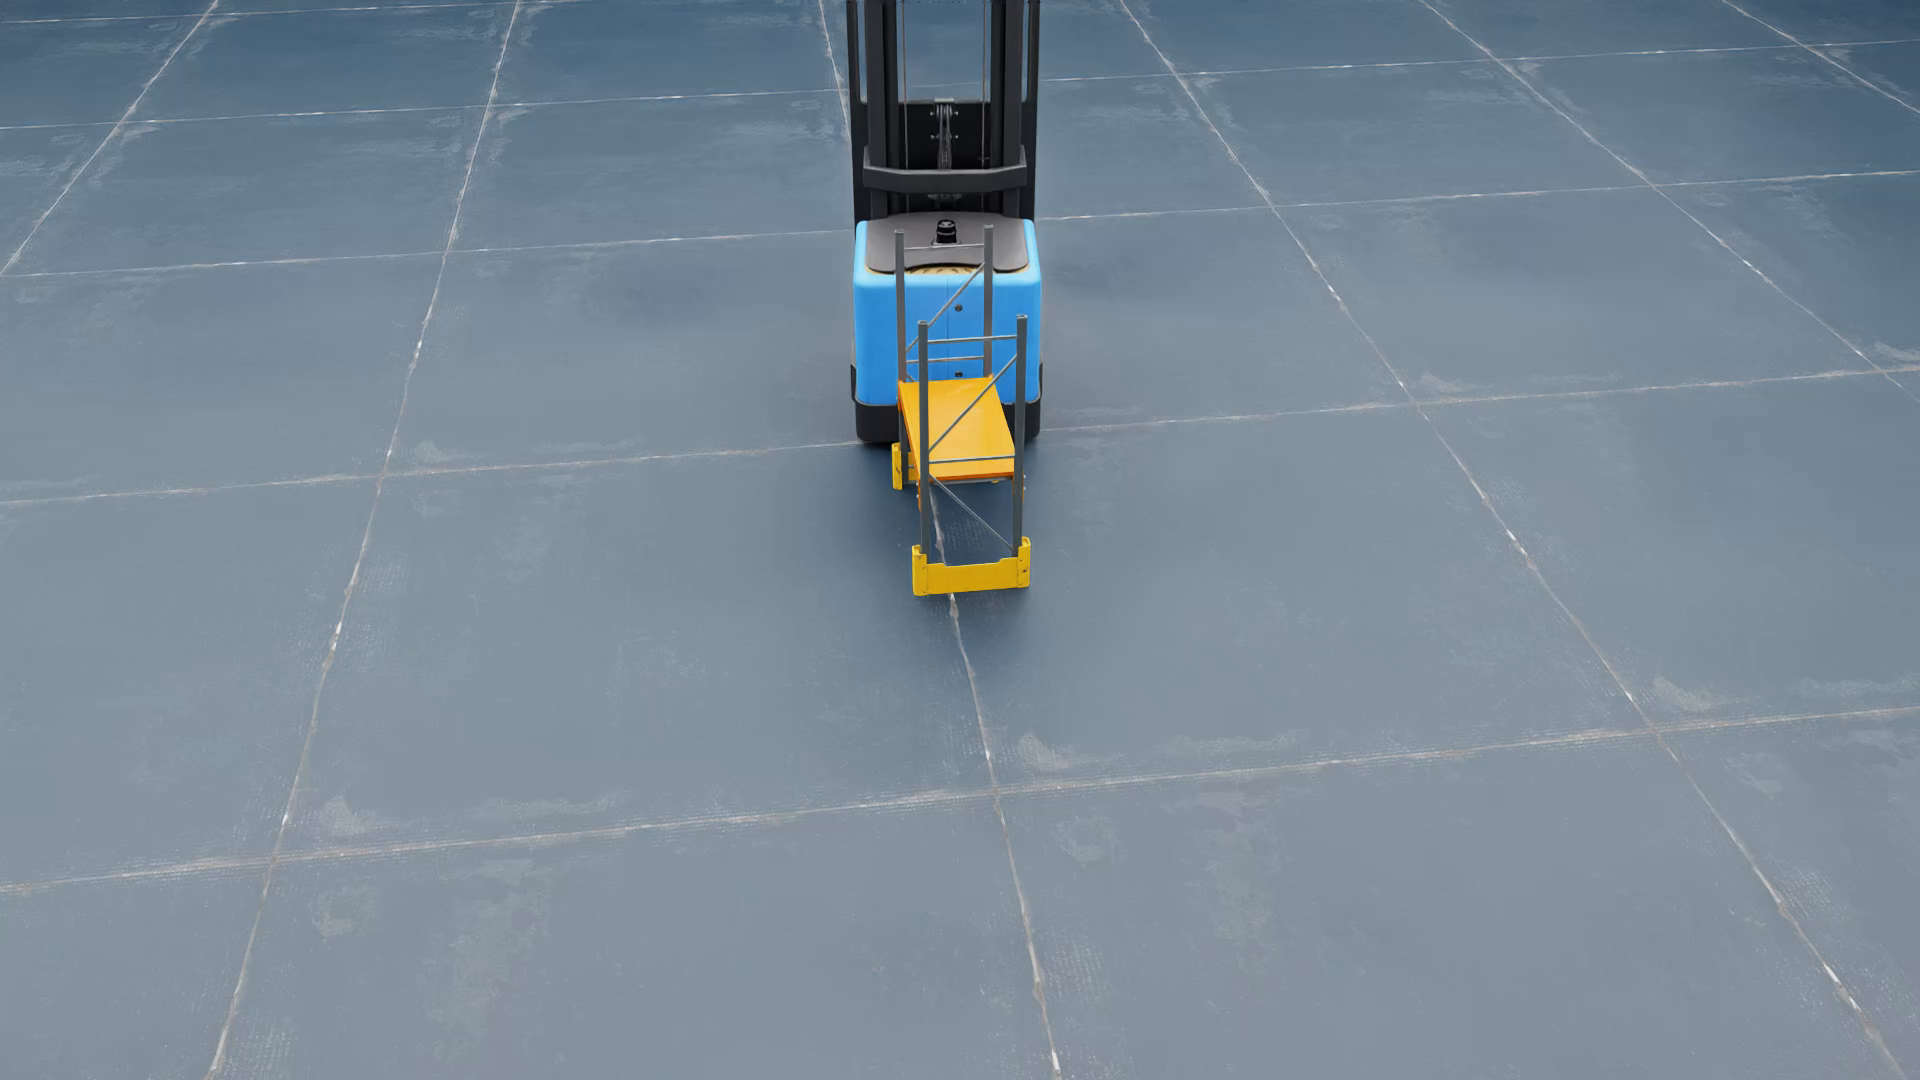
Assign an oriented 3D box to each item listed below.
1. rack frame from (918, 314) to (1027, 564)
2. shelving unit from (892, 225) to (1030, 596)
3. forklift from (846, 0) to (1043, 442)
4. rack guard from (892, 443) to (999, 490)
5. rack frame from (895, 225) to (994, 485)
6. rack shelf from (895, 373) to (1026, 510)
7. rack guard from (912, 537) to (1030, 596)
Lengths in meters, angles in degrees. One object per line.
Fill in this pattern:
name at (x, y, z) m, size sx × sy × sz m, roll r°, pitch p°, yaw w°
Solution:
rack frame at (0.057, -0.384, 7.981) m, size 0.500 × 1.500 × 0.032 m, roll -4°, pitch 35°, yaw -6°
shelving unit at (-0.010, -0.662, 8.390) m, size 0.587 × 1.500 × 1.083 m, roll -4°, pitch 35°, yaw -6°
forklift at (-0.101, -2.565, 9.911) m, size 1.130 × 2.935 × 3.031 m, roll -1°, pitch 34°, yaw -1°
rack guard at (-0.077, -0.424, 9.150) m, size 0.587 × 0.250 × 0.087 m, roll -4°, pitch 35°, yaw -6°
rack frame at (-0.080, -0.951, 8.814) m, size 0.500 × 1.500 × 0.032 m, roll -4°, pitch 35°, yaw -6°
rack shelf at (-0.011, -0.519, 8.499) m, size 0.538 × 0.185 × 1.000 m, roll -4°, pitch 35°, yaw -6°
rack guard at (0.057, 0.132, 8.334) m, size 0.587 × 0.250 × 0.087 m, roll -4°, pitch 35°, yaw -6°
